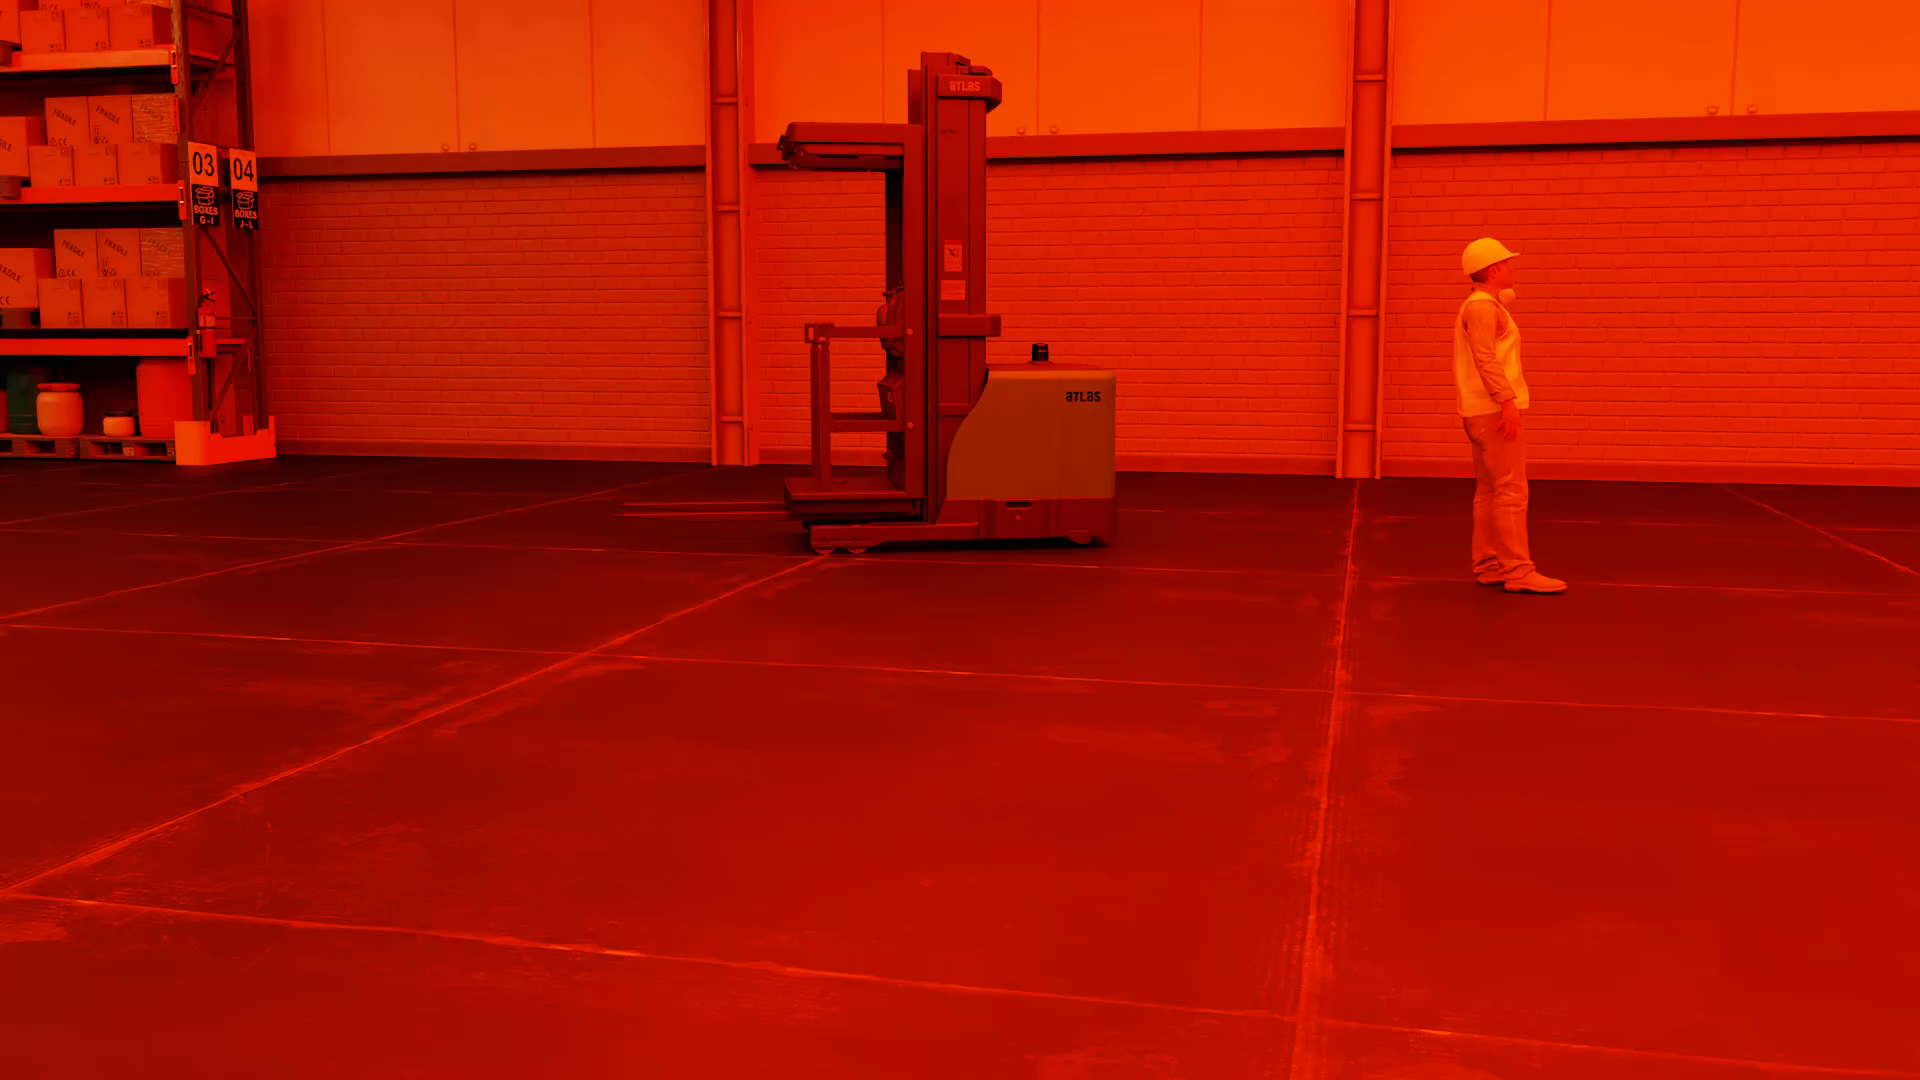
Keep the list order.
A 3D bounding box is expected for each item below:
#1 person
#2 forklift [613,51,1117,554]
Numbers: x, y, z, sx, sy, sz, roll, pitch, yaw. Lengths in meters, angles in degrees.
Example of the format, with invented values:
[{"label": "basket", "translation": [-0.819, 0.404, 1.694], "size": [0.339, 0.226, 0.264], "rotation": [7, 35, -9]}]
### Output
[{"label": "person", "translation": [2.810, -0.653, 8.523], "size": [0.566, 1.774, 0.629], "rotation": [1, 7, 11]}, {"label": "forklift", "translation": [-0.602, -1.443, 10.231], "size": [3.031, 2.935, 1.130], "rotation": [-1, 7, -8]}]
